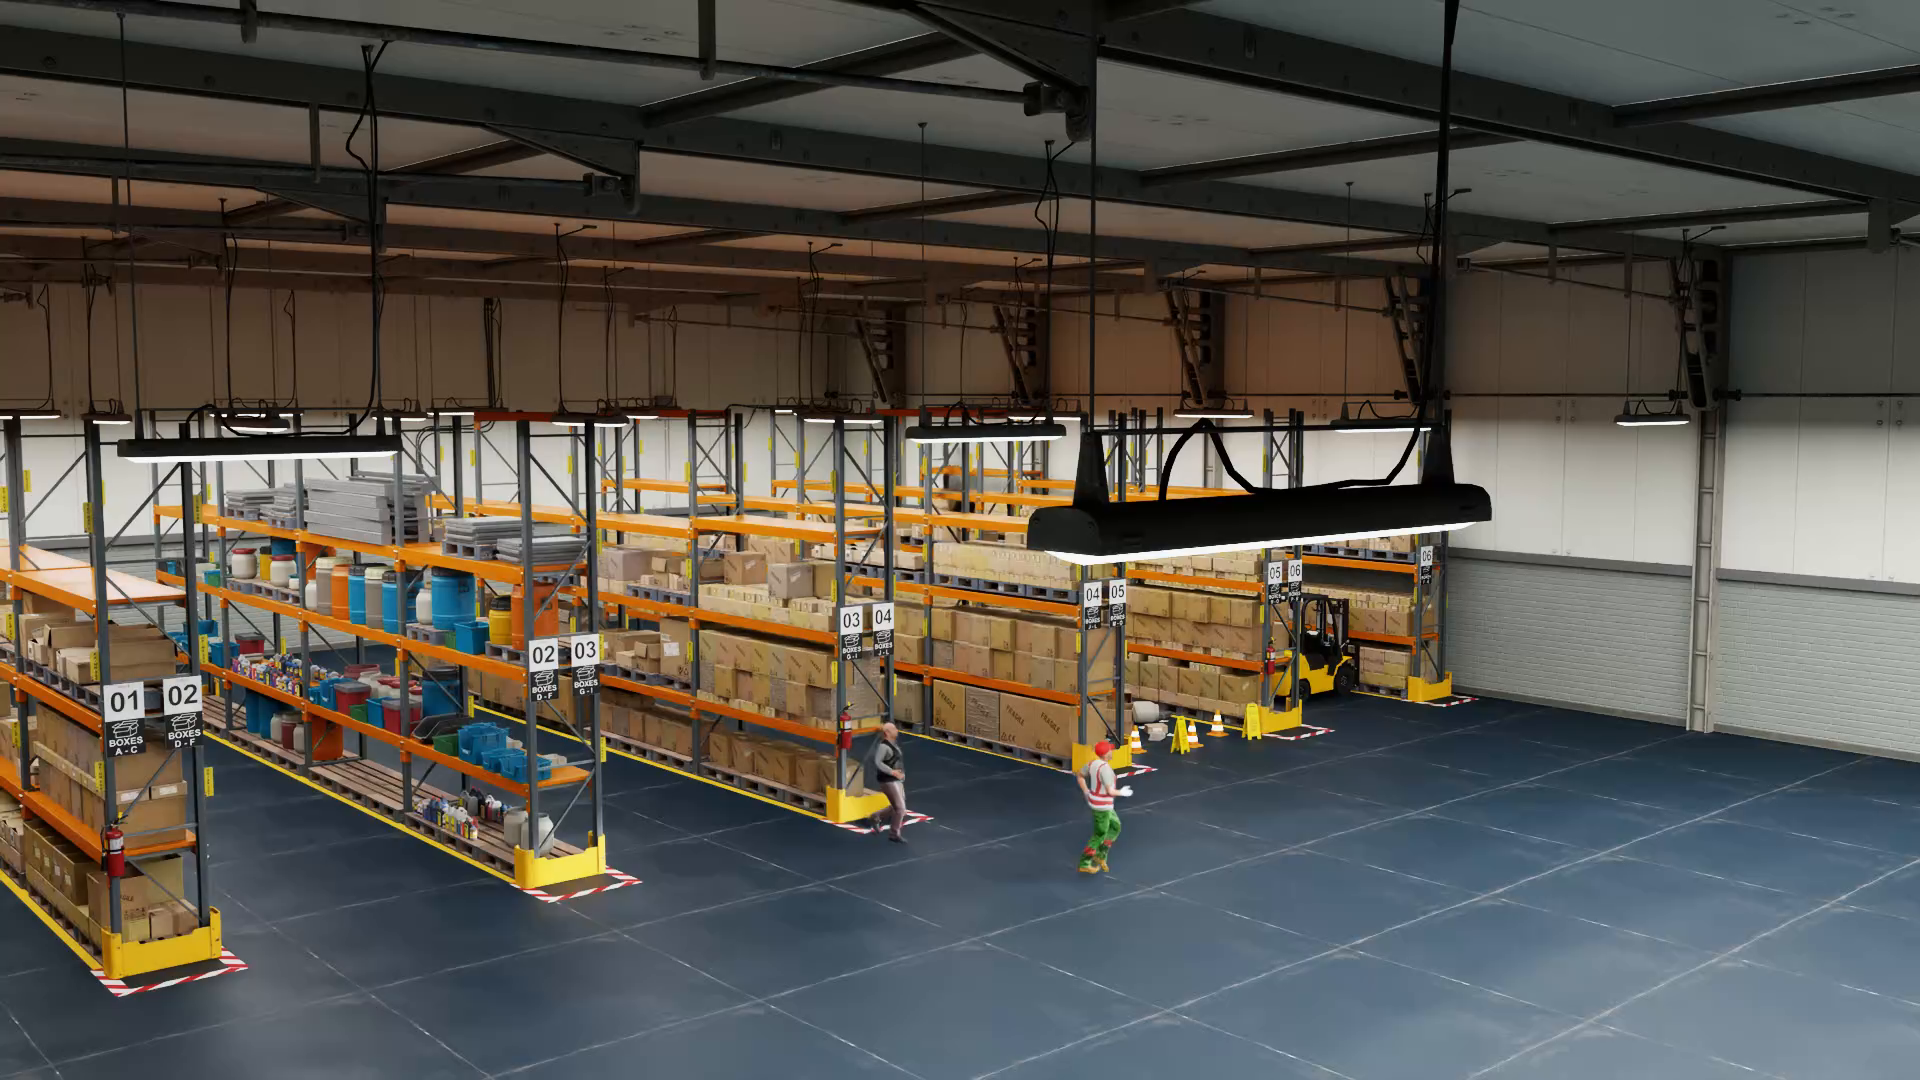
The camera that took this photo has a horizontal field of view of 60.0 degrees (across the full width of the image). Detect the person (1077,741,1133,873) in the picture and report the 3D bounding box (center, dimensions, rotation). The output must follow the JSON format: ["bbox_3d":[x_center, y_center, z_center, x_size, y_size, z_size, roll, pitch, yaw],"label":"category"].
[{"bbox_3d":[1.898,3.531,21.870,0.717,1.802,0.639,-1,5,-10],"label":"person"}]

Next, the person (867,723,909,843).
[{"bbox_3d":[-1.021,3.435,23.563,0.634,1.709,0.707,1,5,16],"label":"person"}]
